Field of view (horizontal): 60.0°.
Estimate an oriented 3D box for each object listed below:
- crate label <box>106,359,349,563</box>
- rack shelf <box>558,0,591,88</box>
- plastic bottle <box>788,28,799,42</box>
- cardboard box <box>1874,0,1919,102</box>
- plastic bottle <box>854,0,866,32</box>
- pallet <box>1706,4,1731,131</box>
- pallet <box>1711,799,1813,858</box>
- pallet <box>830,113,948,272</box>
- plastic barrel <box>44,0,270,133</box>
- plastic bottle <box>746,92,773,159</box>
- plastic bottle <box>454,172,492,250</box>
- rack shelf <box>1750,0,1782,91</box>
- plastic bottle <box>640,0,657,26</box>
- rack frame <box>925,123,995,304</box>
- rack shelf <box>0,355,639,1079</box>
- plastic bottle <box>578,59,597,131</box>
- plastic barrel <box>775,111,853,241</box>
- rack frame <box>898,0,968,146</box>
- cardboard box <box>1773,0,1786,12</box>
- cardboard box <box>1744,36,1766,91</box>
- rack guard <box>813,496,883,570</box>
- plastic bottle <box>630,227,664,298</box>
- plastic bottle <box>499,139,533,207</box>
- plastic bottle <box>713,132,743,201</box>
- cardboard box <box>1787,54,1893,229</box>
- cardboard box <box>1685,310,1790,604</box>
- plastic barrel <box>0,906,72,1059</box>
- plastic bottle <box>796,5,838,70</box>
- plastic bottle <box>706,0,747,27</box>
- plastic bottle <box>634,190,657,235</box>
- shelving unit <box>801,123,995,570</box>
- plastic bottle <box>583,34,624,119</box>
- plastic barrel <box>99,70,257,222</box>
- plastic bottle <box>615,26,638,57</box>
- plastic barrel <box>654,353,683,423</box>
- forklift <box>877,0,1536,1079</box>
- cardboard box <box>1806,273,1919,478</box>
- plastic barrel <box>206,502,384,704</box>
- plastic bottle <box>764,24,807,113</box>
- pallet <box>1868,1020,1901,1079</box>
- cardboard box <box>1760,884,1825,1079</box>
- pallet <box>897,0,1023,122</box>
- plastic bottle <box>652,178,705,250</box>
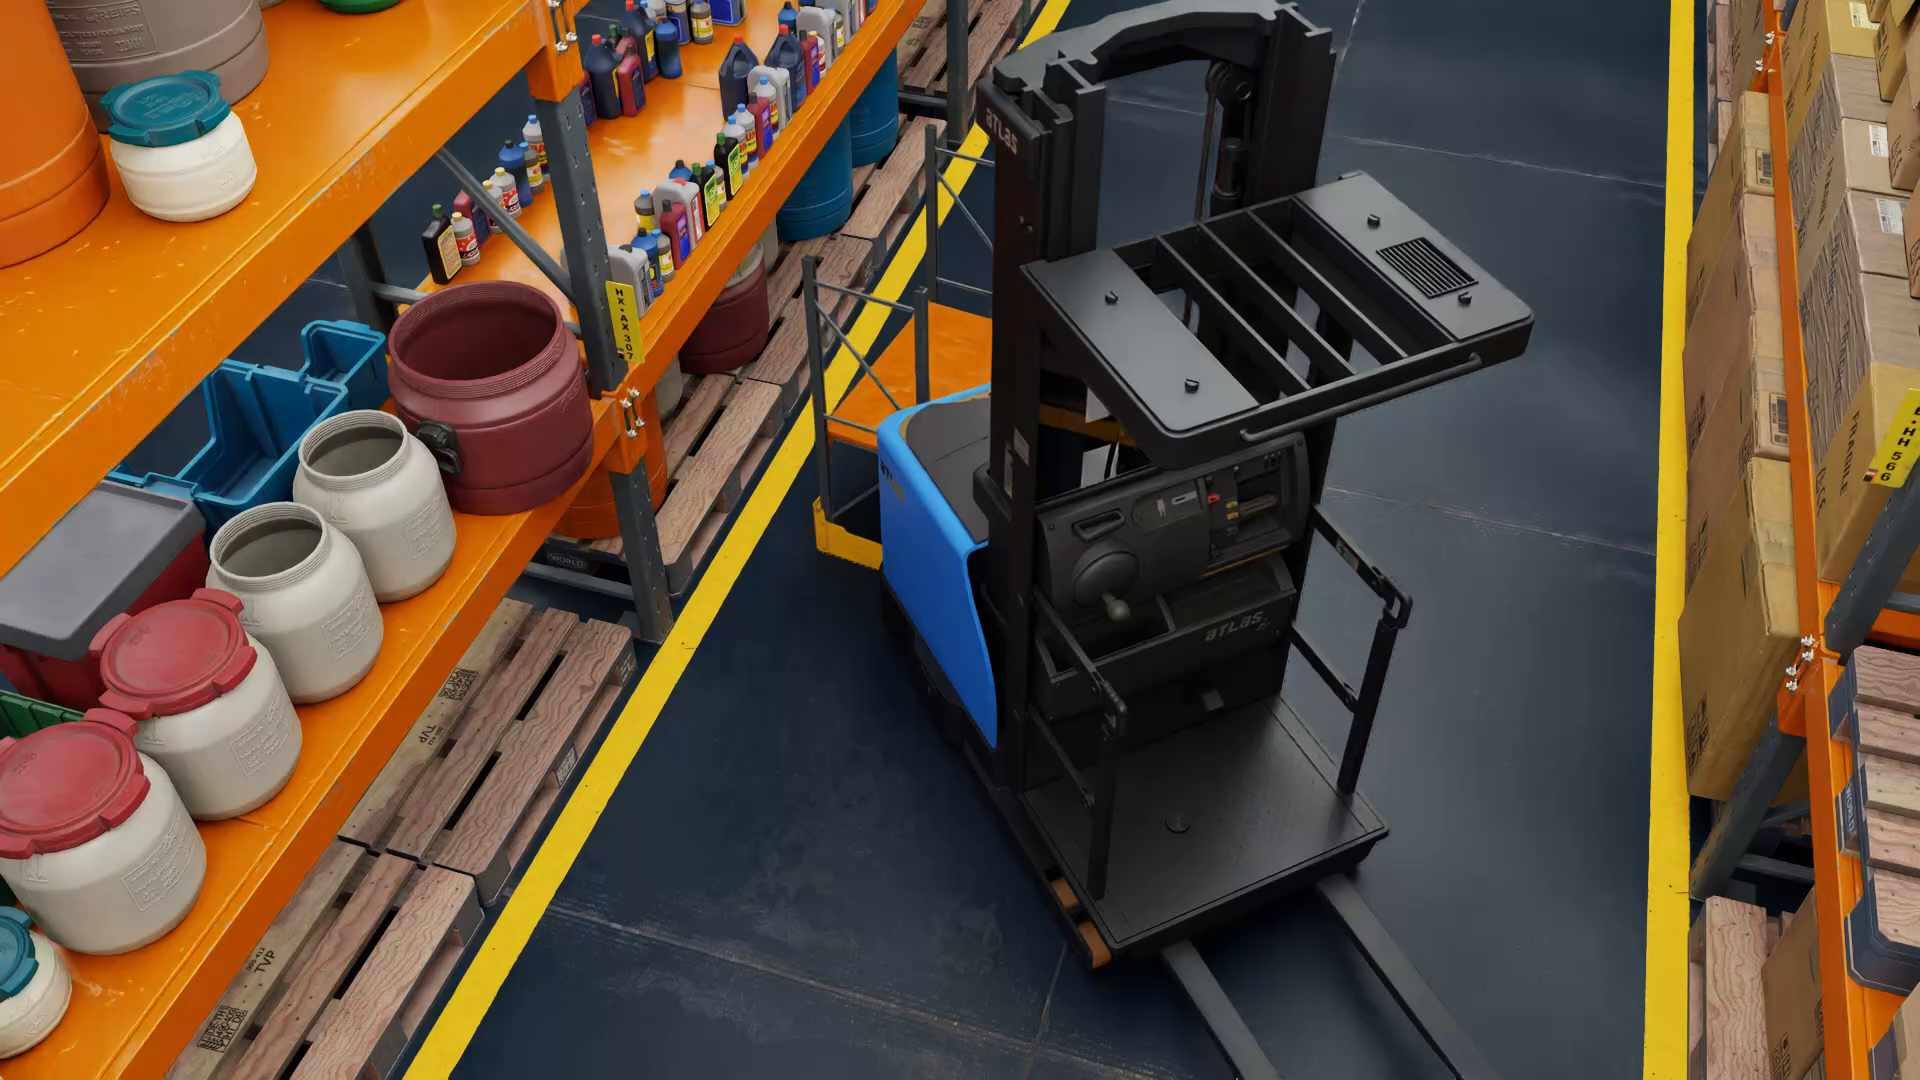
[{"bbox_3d":[-2.219,-0.197,5.180,0.502,0.435,0.616,13,46,13],"label":"crate label"},{"bbox_3d":[-1.055,-2.937,6.375,1.077,0.370,4.000,13,46,13],"label":"rack shelf"},{"bbox_3d":[-0.742,-2.095,7.237,0.097,0.271,0.097,0,44,0],"label":"plastic bottle"},{"bbox_3d":[3.867,-1.918,6.176,0.797,0.503,0.637,13,46,13],"label":"cardboard box"},{"bbox_3d":[-0.524,-2.500,7.648,0.152,0.276,0.135,13,46,13],"label":"plastic bottle"},{"bbox_3d":[4.944,-2.716,9.773,1.003,0.211,1.213,13,46,12],"label":"pallet"},{"bbox_3d":[3.371,0.747,6.235,1.003,0.211,1.213,13,46,13],"label":"pallet"},{"bbox_3d":[-0.722,-1.953,8.994,1.003,0.211,1.213,13,46,13],"label":"pallet"},{"bbox_3d":[-2.116,-1.539,4.074,0.600,0.901,0.600,0,44,0],"label":"plastic barrel"},{"bbox_3d":[-0.828,-1.728,6.853,0.061,0.283,0.133,13,46,13],"label":"plastic bottle"},{"bbox_3d":[-1.874,-1.261,6.377,0.061,0.283,0.133,13,46,13],"label":"plastic bottle"},{"bbox_3d":[4.877,-3.482,9.077,1.077,0.370,4.000,13,46,13],"label":"rack shelf"},{"bbox_3d":[-1.394,-2.273,7.419,0.097,0.271,0.097,0,44,0],"label":"plastic bottle"},{"bbox_3d":[0.089,-1.068,7.168,0.500,1.500,0.032,18,47,18],"label":"rack frame"},{"bbox_3d":[-2.266,0.801,4.700,1.077,0.370,4.000,13,46,13],"label":"rack shelf"},{"bbox_3d":[-1.598,-1.869,6.998,0.061,0.283,0.133,13,46,13],"label":"plastic bottle"},{"bbox_3d":[-0.844,-2.024,8.273,0.600,0.901,0.708,13,46,13],"label":"plastic barrel"},{"bbox_3d":[-0.449,-3.455,8.535,1.000,3.000,0.127,13,46,13],"label":"rack frame"},{"bbox_3d":[4.052,-2.589,7.830,0.380,0.149,0.250,13,46,13],"label":"cardboard box"},{"bbox_3d":[4.548,-2.220,8.492,0.875,0.875,0.875,13,46,13],"label":"cardboard box"},{"bbox_3d":[-0.338,0.009,6.961,0.587,0.250,0.087,18,47,18],"label":"rack guard"},{"bbox_3d":[-1.160,-1.035,6.153,0.097,0.271,0.097,0,44,0],"label":"plastic bottle"},{"bbox_3d":[-1.763,-1.460,6.588,0.097,0.271,0.097,0,44,0],"label":"plastic bottle"},{"bbox_3d":[-0.927,-1.509,6.630,0.061,0.283,0.133,13,46,13],"label":"plastic bottle"},{"bbox_3d":[3.591,-1.520,6.486,0.500,0.500,0.500,12,46,12],"label":"cardboard box"},{"bbox_3d":[3.566,-0.179,6.406,1.225,0.875,0.875,13,46,13],"label":"cardboard box"},{"bbox_3d":[-2.325,1.077,4.003,0.301,0.262,0.301,0,44,0],"label":"plastic barrel"},{"bbox_3d":[-0.635,-2.256,7.398,0.152,0.276,0.135,13,46,13],"label":"plastic bottle"},{"bbox_3d":[-1.088,-2.534,7.682,0.152,0.276,0.135,13,46,13],"label":"plastic bottle"},{"bbox_3d":[-1.206,-1.260,6.434,0.097,0.201,0.097,0,44,0],"label":"plastic bottle"},{"bbox_3d":[-0.125,-0.752,6.845,0.587,1.500,1.083,18,47,18],"label":"shelving unit"},{"bbox_3d":[-1.510,-1.991,7.074,0.144,0.351,0.185,13,46,13],"label":"plastic bottle"},{"bbox_3d":[-1.823,-0.915,3.893,0.301,0.262,0.301,0,44,0],"label":"plastic barrel"},{"bbox_3d":[-1.444,-2.068,7.201,0.061,0.283,0.133,13,46,13],"label":"plastic bottle"},{"bbox_3d":[-1.443,-0.775,7.275,0.421,0.512,0.421,0,44,0],"label":"plastic barrel"},{"bbox_3d":[0.772,0.052,5.000,1.130,2.935,3.031,-19,47,-18],"label":"forklift"},{"bbox_3d":[3.130,-0.488,5.432,0.500,0.500,0.500,12,46,12],"label":"cardboard box"},{"bbox_3d":[-1.896,0.183,4.738,0.421,0.512,0.421,0,44,0],"label":"plastic barrel"},{"bbox_3d":[-0.749,-2.021,7.105,0.144,0.351,0.185,13,46,13],"label":"plastic bottle"},{"bbox_3d":[2.500,1.657,3.448,1.003,0.211,1.213,13,46,13],"label":"pallet"},{"bbox_3d":[2.876,1.447,4.998,0.700,0.500,0.500,10,45,10],"label":"cardboard box"},{"bbox_3d":[-0.263,-2.957,10.020,1.003,0.211,1.213,13,46,13],"label":"pallet"},{"bbox_3d":[-1.081,-1.273,6.394,0.152,0.276,0.135,13,46,13],"label":"plastic bottle"}]
